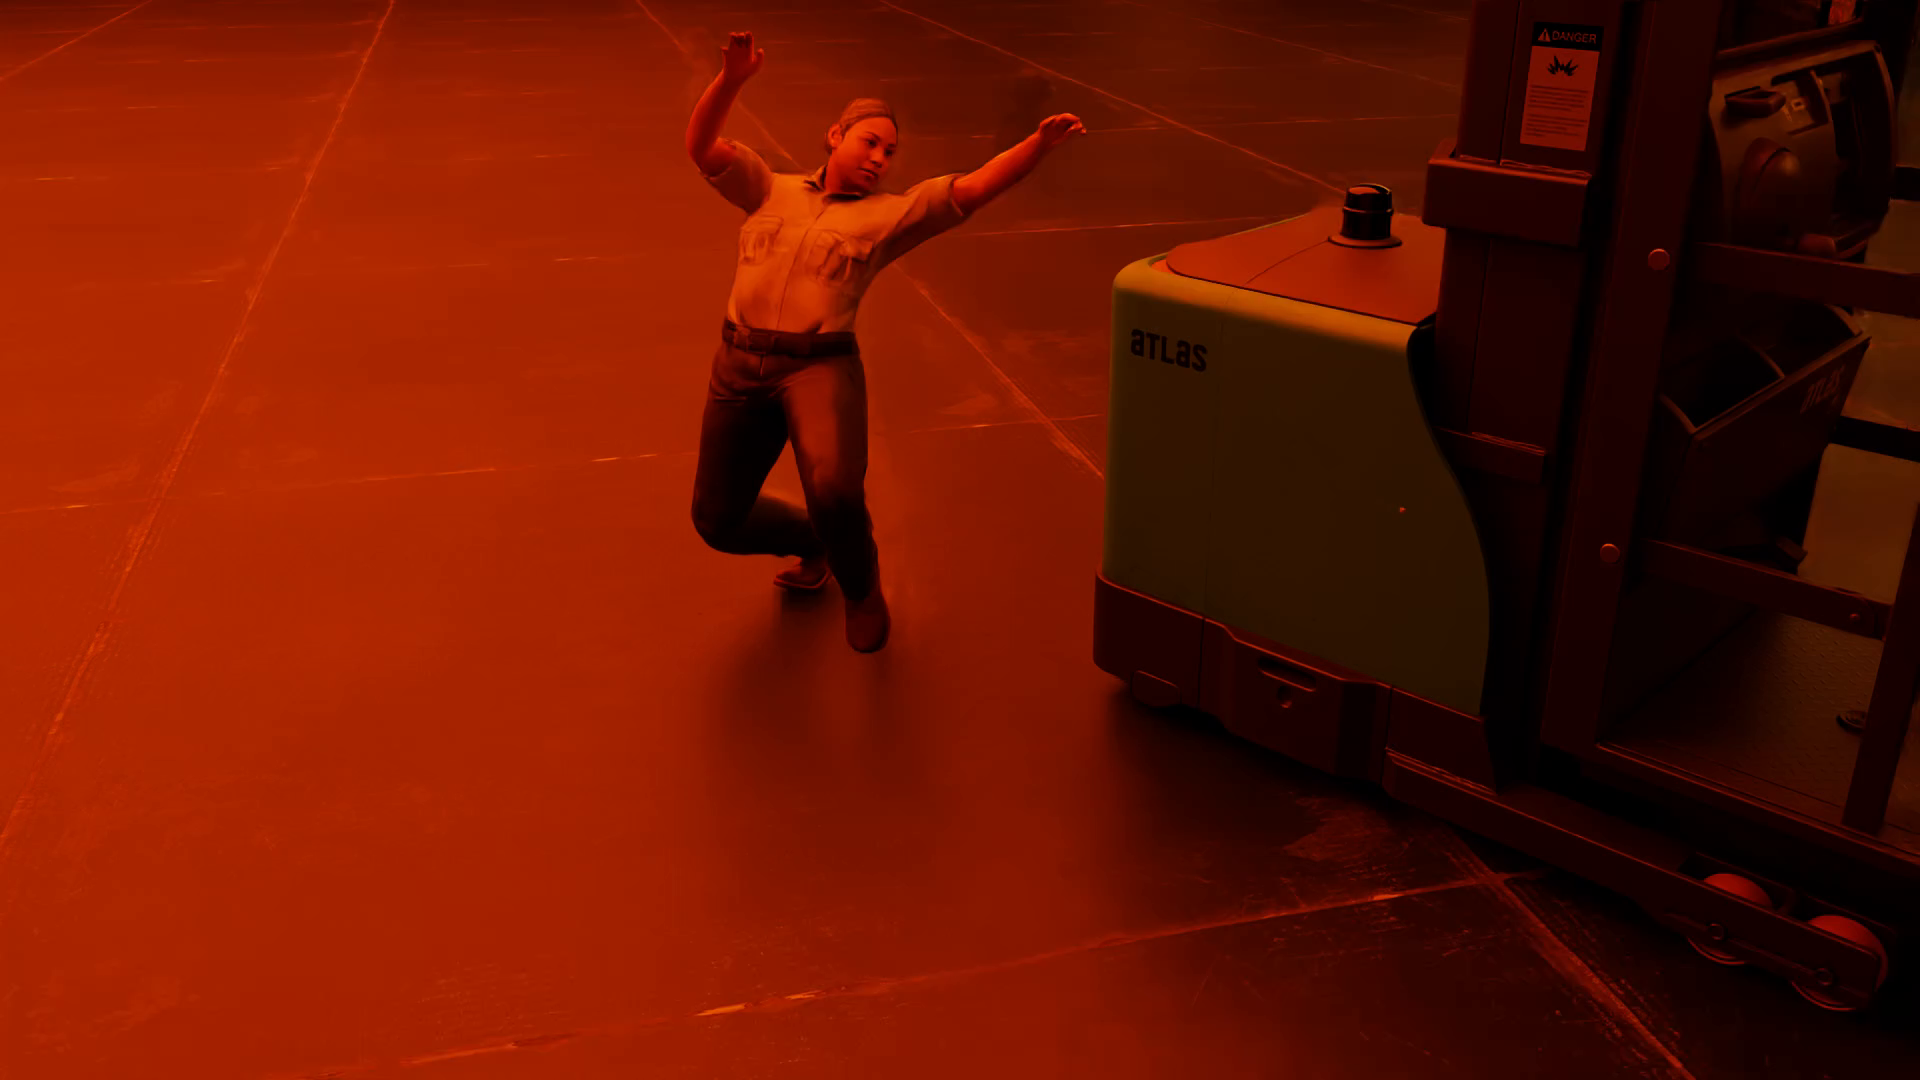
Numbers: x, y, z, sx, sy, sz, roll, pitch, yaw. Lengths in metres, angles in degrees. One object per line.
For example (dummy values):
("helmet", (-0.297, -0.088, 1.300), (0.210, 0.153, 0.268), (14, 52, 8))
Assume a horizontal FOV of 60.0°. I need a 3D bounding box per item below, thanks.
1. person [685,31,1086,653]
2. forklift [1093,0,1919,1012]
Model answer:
("person", (-0.232, -0.470, 4.209), (1.011, 1.576, 0.769), (10, 25, 21))
("forklift", (1.744, -0.721, 3.005), (3.031, 2.935, 1.130), (21, 31, 40))
